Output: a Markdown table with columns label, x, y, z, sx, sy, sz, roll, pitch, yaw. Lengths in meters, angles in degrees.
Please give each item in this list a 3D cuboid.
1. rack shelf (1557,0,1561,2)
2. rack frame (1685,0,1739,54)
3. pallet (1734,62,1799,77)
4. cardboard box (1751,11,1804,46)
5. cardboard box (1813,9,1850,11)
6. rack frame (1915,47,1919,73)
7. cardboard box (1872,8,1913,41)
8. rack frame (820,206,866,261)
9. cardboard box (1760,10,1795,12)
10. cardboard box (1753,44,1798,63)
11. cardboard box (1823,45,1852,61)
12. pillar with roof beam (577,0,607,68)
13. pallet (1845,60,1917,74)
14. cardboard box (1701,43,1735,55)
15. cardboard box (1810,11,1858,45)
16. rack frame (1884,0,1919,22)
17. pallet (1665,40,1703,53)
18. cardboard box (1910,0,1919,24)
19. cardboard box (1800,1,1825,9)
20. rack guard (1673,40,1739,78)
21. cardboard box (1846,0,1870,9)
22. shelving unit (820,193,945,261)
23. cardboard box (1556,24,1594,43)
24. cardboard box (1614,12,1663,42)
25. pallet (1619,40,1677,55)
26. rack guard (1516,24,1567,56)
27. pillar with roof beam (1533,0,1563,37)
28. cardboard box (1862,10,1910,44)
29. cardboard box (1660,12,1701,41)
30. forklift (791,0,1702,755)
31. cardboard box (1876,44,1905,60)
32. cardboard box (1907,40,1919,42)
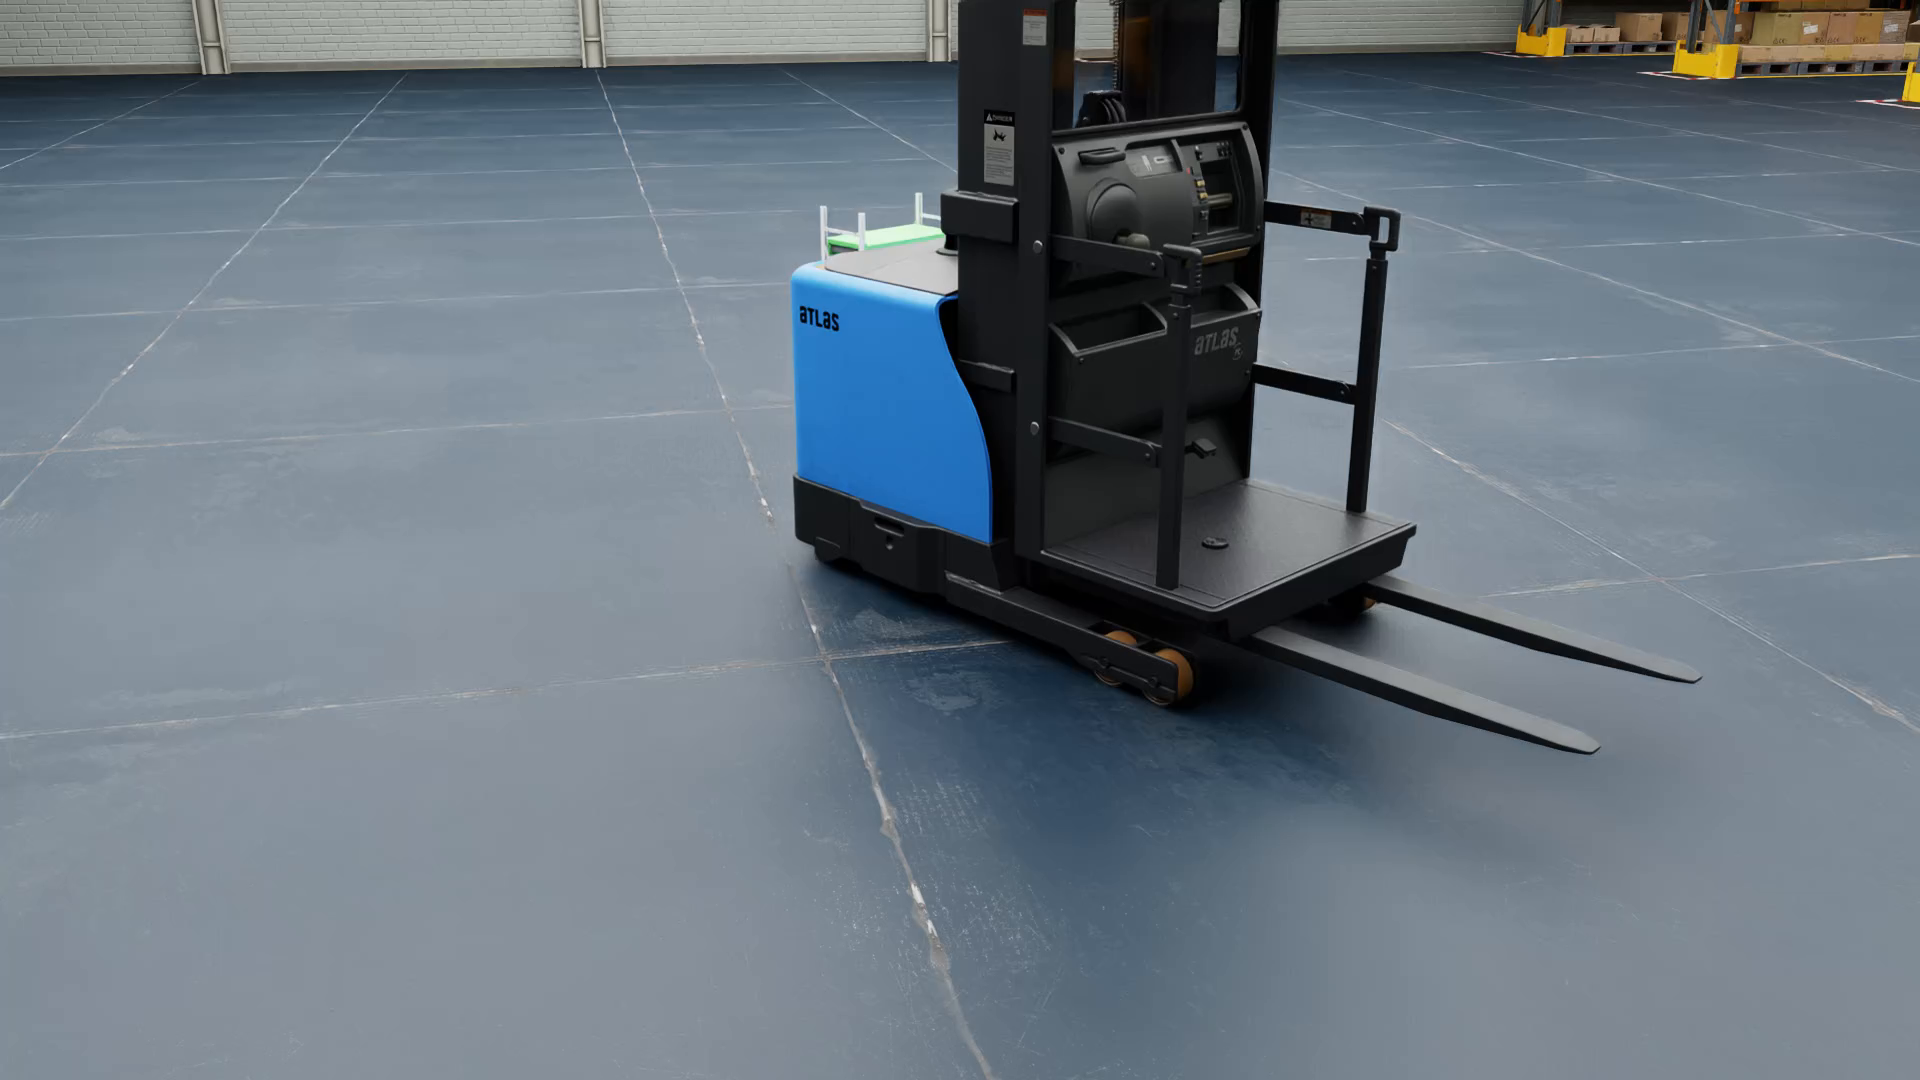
| label | x | y | z | sx | sy | sz | roll | pitch | yaw |
| --- | --- | --- | --- | --- | --- | --- | --- | --- | --- |
| rack shelf | 12.760 | -10.361 | 31.284 | 4.000 | 0.370 | 1.077 | -5 | 21 | -12 |
| rack frame | 11.957 | -8.883 | 26.202 | 0.127 | 3.000 | 1.000 | -5 | 21 | -12 |
| pallet | 12.691 | -7.648 | 26.885 | 1.213 | 0.211 | 1.003 | -5 | 21 | -12 |
| cardboard box | 13.016 | -8.149 | 26.496 | 0.500 | 0.500 | 0.500 | -5 | 21 | -12 |
| cardboard box | 14.353 | -8.446 | 27.308 | 0.500 | 0.500 | 0.500 | -5 | 21 | -12 |
| rack frame | 13.093 | -7.224 | 21.675 | 0.127 | 3.000 | 1.000 | -5 | 21 | -12 |
| cardboard box | 15.326 | -8.525 | 27.524 | 0.500 | 0.500 | 0.500 | -5 | 21 | -12 |
| rack frame | -0.436 | -0.661 | 6.375 | 0.015 | 1.200 | 0.240 | -18 | 27 | -41 |
| cardboard box | 13.380 | -8.367 | 27.091 | 0.500 | 0.500 | 0.500 | -5 | 21 | -12 |
| cardboard box | 13.016 | -7.797 | 26.627 | 0.500 | 0.250 | 0.500 | -5 | 21 | -12 |
| cardboard box | 13.990 | -7.875 | 26.838 | 0.500 | 0.250 | 0.500 | -5 | 21 | -12 |
| pillar with roof beam | -5.231 | -10.837 | 22.815 | 0.400 | 9.000 | 9.100 | -5 | 21 | -12 |
| pallet | 15.066 | -7.841 | 27.412 | 1.213 | 0.211 | 1.003 | -5 | 21 | -12 |
| cardboard box | 12.411 | -7.930 | 26.989 | 0.500 | 0.250 | 0.500 | -5 | 21 | -12 |
| cardboard box | 13.990 | -8.227 | 26.708 | 0.500 | 0.500 | 0.500 | -5 | 21 | -12 |
| rack frame | 18.599 | -11.174 | 32.456 | 0.127 | 3.000 | 1.000 | -5 | 21 | -12 |
| pallet | 14.061 | -9.483 | 31.894 | 1.213 | 0.211 | 1.003 | -5 | 21 | -12 |
| cardboard box | 19.344 | -10.376 | 32.793 | 0.750 | 0.750 | 0.750 | -5 | 21 | -13 |
| cardboard box | 16.352 | -10.384 | 32.206 | 0.500 | 0.250 | 0.500 | -5 | 21 | -14 |
| rack guard | 11.934 | -7.707 | 26.627 | 0.348 | 0.500 | 1.175 | -5 | 21 | -12 |
| cardboard box | 17.341 | -10.460 | 32.413 | 0.500 | 0.250 | 0.500 | -4 | 21 | -11 |
| shelving unit | -0.261 | -0.720 | 6.534 | 0.503 | 1.200 | 0.258 | -18 | 27 | -41 |
| cardboard box | 11.507 | -9.509 | 31.182 | 0.500 | 0.311 | 0.500 | -7 | 21 | -19 |
| cardboard box | 12.788 | -9.684 | 31.385 | 0.500 | 0.500 | 0.700 | -6 | 21 | -16 |
| pallet | 12.871 | -9.385 | 31.627 | 1.213 | 0.211 | 1.003 | -5 | 21 | -12 |
| rack guard | 10.887 | -9.373 | 31.174 | 0.348 | 0.500 | 1.175 | -5 | 21 | -12 |
| pillar with roof beam | 12.286 | -12.261 | 26.704 | 0.400 | 9.000 | 9.100 | -5 | 21 | -12 |
| cardboard box | 14.959 | -8.312 | 26.941 | 0.500 | 0.500 | 0.500 | -5 | 21 | -12 |
| cardboard box | 13.705 | -9.794 | 31.686 | 0.500 | 0.500 | 0.500 | -6 | 21 | -17 |
| forklift | 0.777 | -1.082 | 5.007 | 1.130 | 2.935 | 3.031 | -18 | 27 | -41 |
| cardboard box | 14.960 | -7.959 | 27.068 | 0.500 | 0.250 | 0.500 | -5 | 21 | -12 |
| cardboard box | 16.186 | -8.235 | 27.822 | 0.500 | 0.250 | 0.500 | -5 | 21 | -13 |
